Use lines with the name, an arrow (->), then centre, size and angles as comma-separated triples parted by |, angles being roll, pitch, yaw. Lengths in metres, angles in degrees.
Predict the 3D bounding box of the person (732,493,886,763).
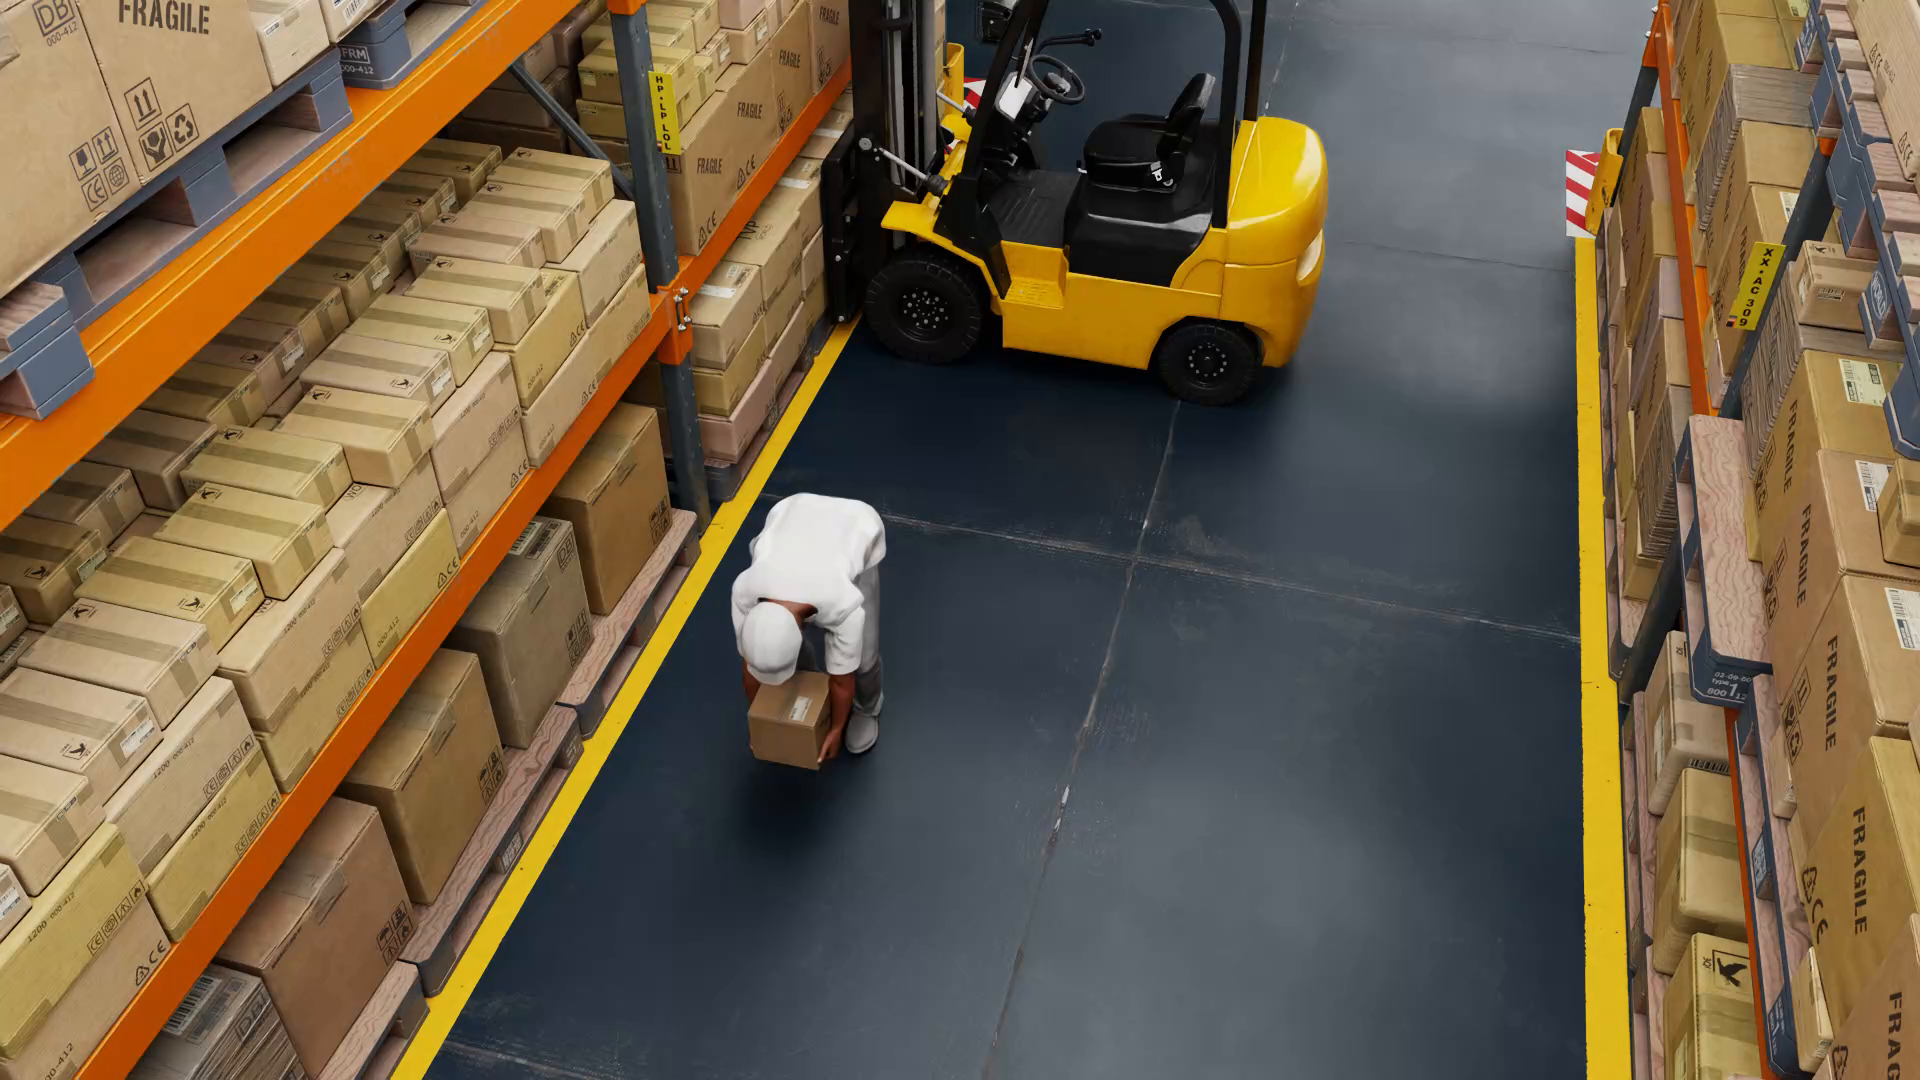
person -> -0.549, 0.439, 6.101 | 0.478, 1.148, 0.967 | 9, 42, 10
